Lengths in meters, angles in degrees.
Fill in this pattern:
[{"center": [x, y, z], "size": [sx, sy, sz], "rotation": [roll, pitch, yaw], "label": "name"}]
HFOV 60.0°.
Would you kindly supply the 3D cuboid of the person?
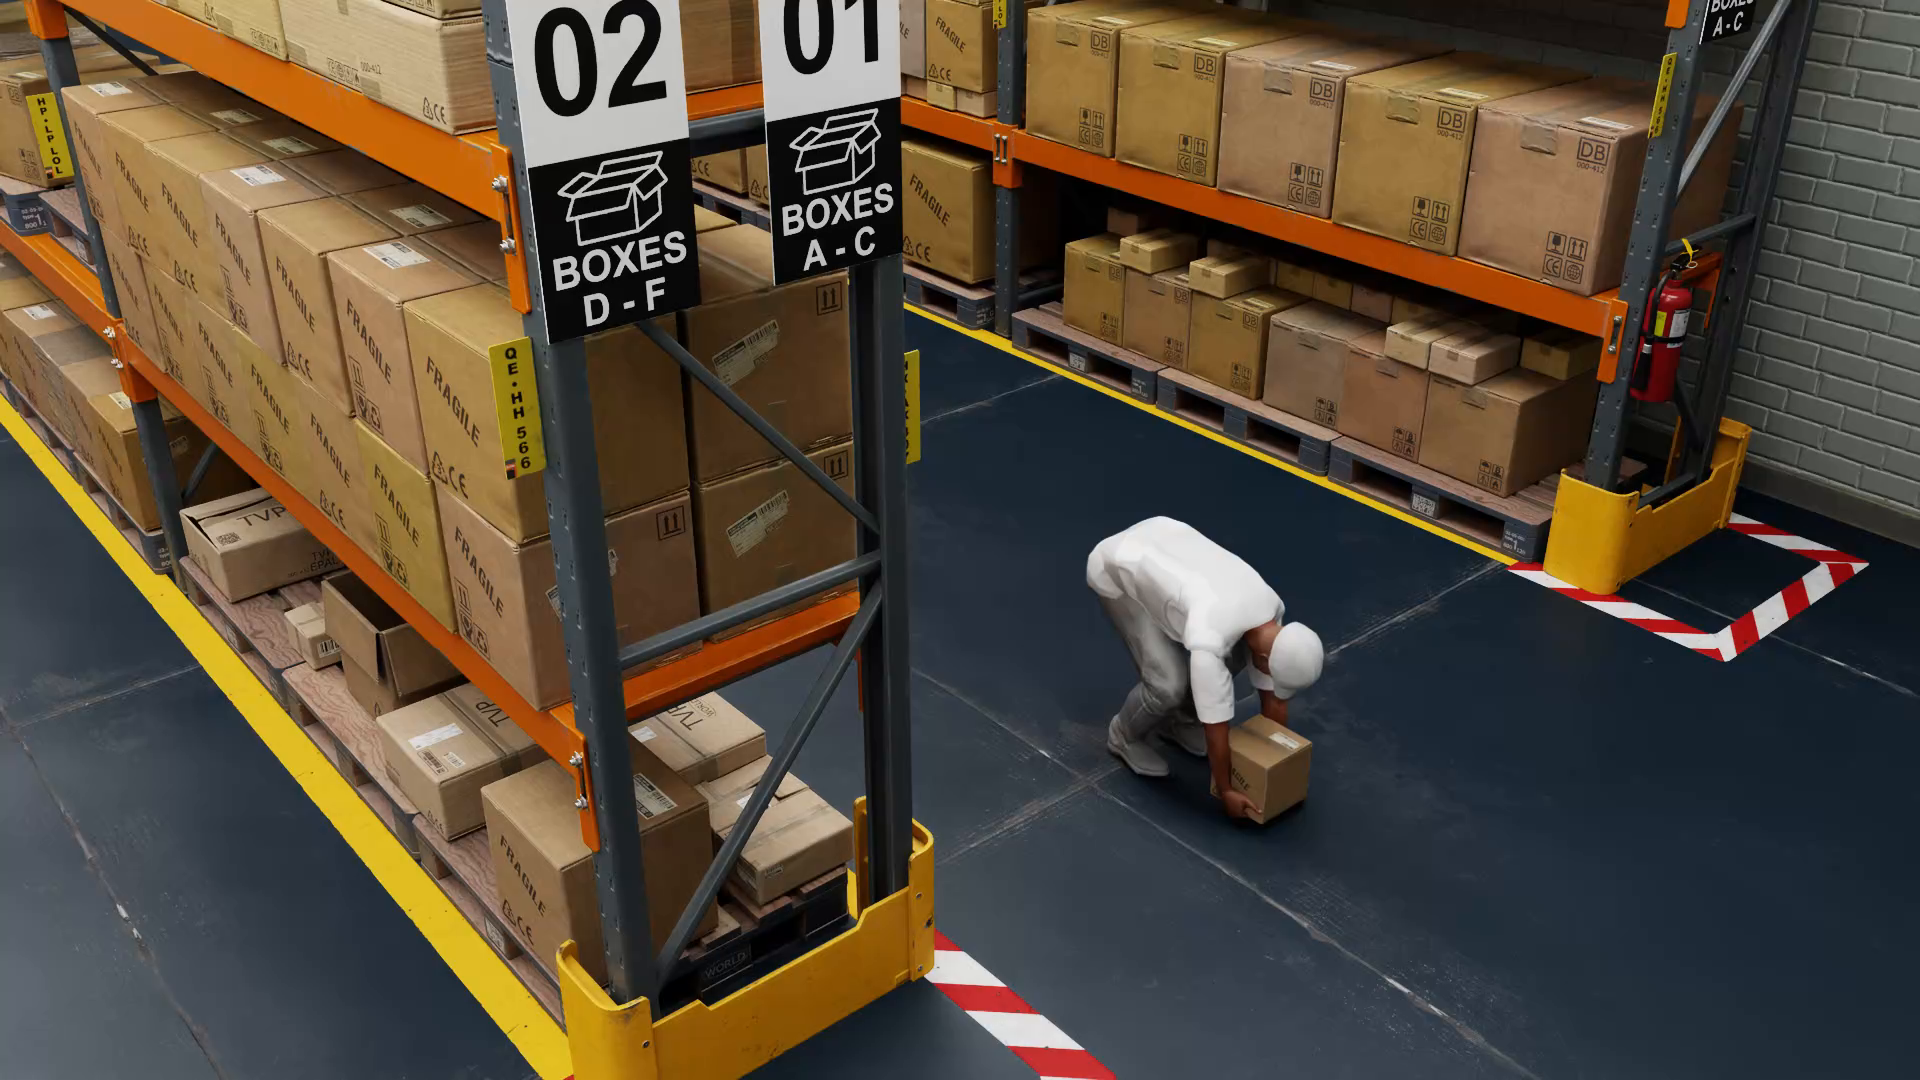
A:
[{"center": [0.903, 0.449, 6.115], "size": [0.502, 0.952, 0.973], "rotation": [-24, 36, -37], "label": "person"}]
